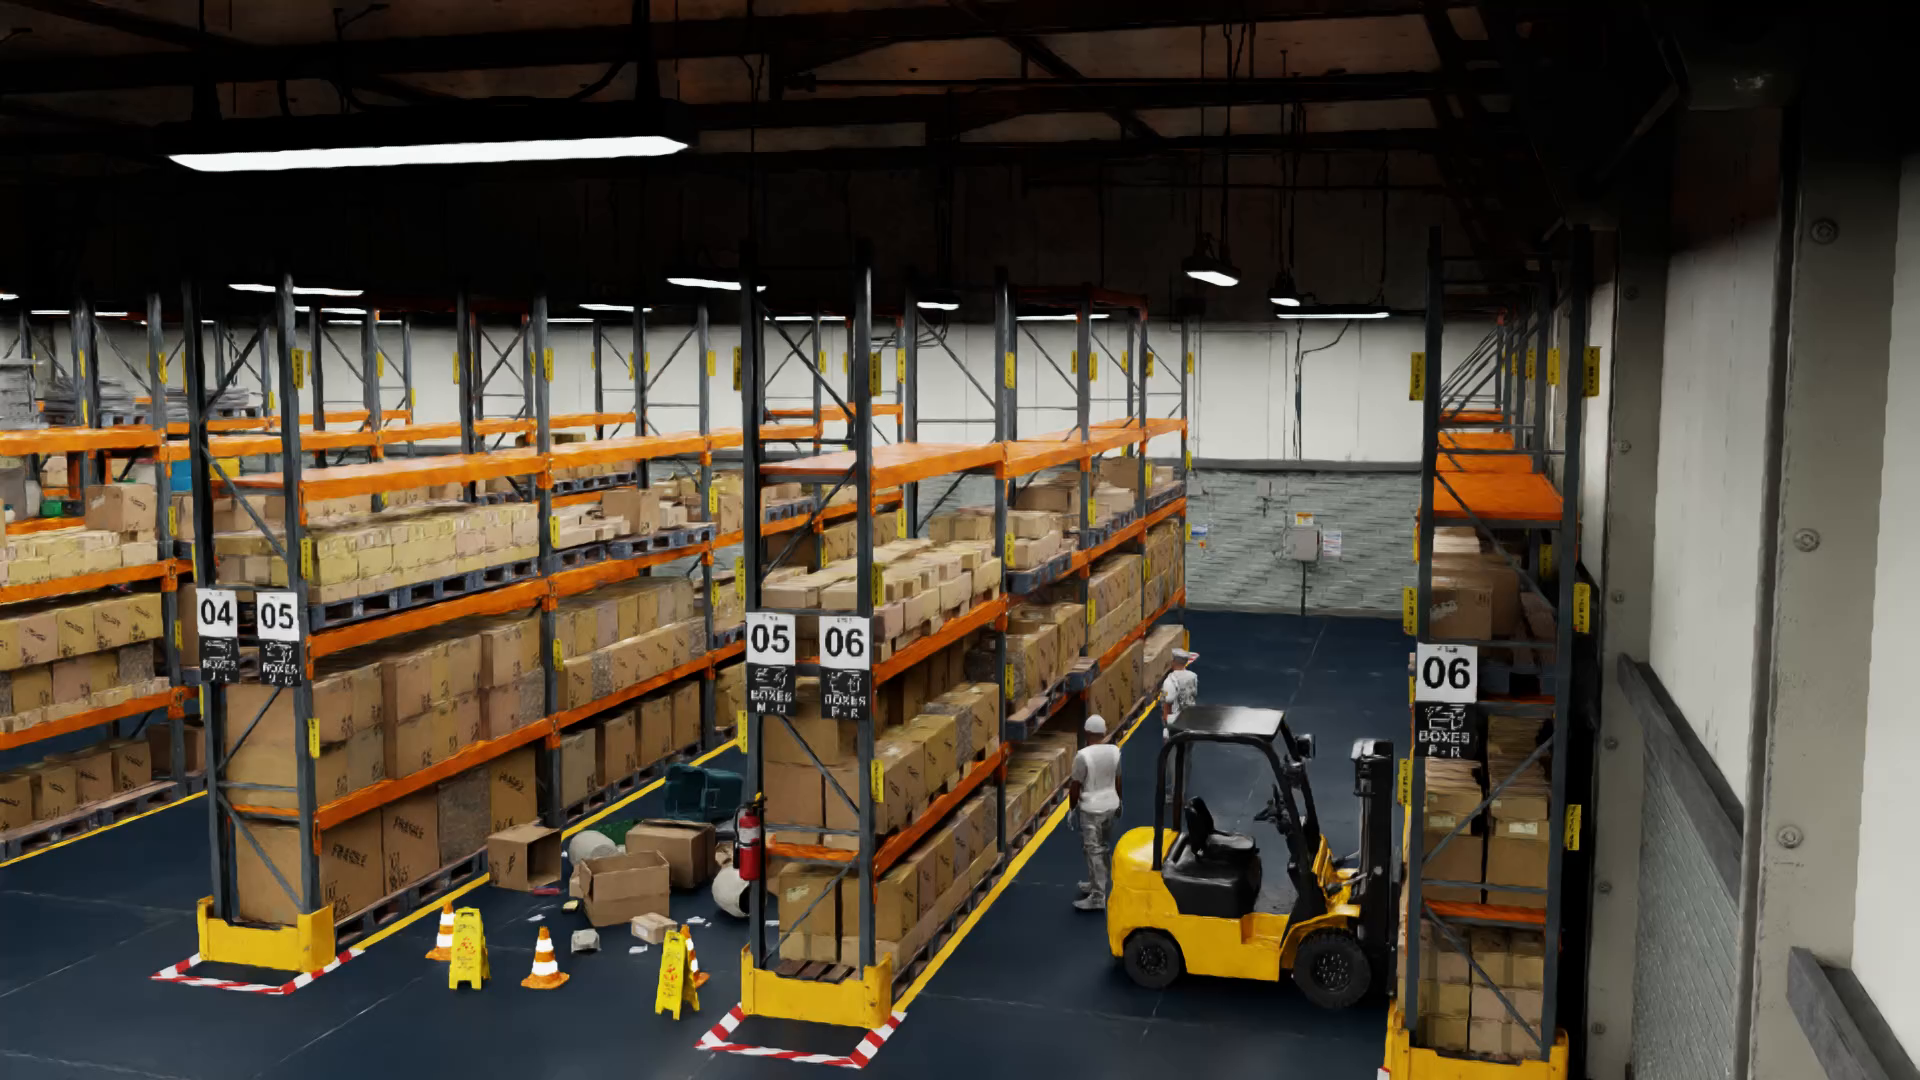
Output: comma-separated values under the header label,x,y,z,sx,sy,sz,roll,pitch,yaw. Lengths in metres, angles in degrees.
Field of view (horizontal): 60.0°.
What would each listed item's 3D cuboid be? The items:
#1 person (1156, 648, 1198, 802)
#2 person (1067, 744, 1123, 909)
label,x,y,z,sx,sy,sz,roll,pitch,yaw
person,2.490,2.131,19.264,0.588,1.759,0.504,-6,9,-43
person,1.261,2.644,15.676,0.662,1.525,0.583,-6,9,-41
